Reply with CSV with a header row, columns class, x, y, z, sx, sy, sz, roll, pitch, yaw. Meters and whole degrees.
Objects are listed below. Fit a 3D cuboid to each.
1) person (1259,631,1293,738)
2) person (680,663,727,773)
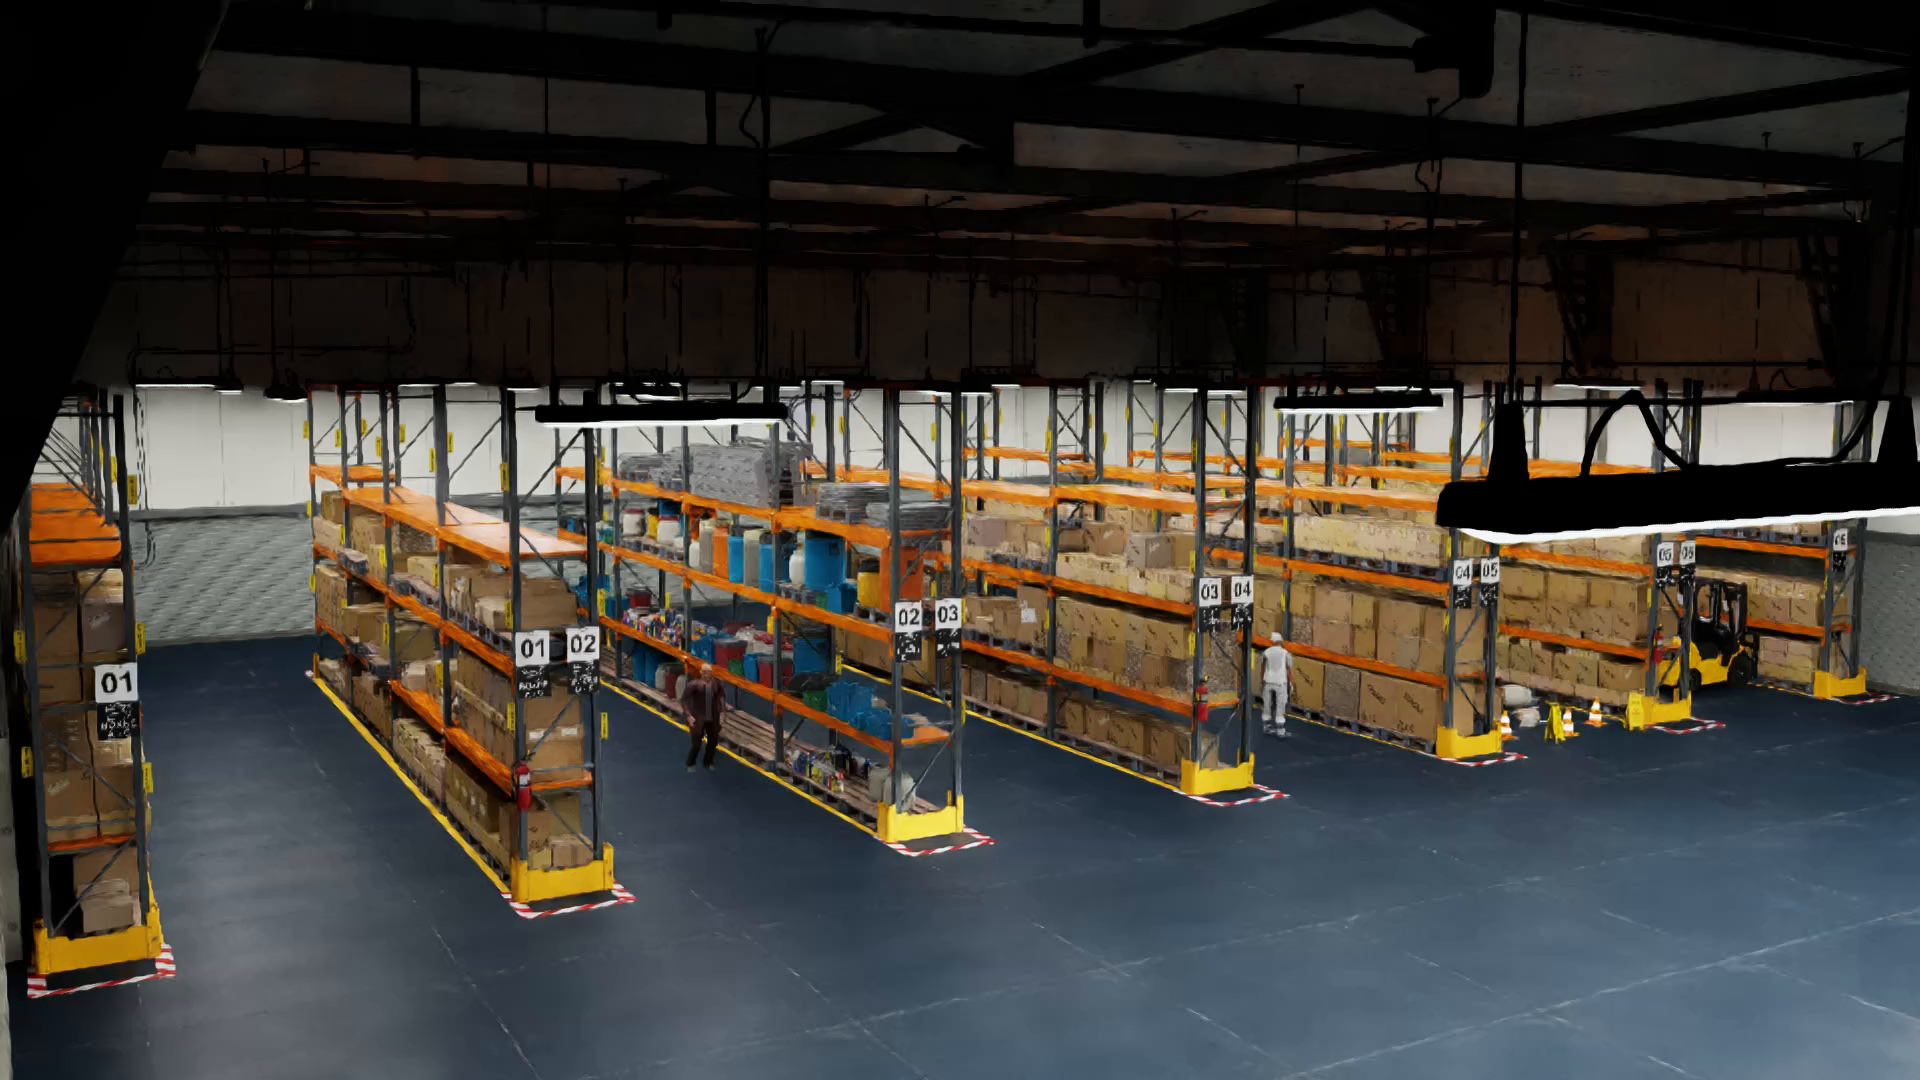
class,x,y,z,sx,sy,sz,roll,pitch,yaw
person,5.366,2.429,28.184,0.606,1.792,0.440,4,7,30
person,-3.972,2.752,25.747,0.729,1.707,0.541,-4,7,-30
